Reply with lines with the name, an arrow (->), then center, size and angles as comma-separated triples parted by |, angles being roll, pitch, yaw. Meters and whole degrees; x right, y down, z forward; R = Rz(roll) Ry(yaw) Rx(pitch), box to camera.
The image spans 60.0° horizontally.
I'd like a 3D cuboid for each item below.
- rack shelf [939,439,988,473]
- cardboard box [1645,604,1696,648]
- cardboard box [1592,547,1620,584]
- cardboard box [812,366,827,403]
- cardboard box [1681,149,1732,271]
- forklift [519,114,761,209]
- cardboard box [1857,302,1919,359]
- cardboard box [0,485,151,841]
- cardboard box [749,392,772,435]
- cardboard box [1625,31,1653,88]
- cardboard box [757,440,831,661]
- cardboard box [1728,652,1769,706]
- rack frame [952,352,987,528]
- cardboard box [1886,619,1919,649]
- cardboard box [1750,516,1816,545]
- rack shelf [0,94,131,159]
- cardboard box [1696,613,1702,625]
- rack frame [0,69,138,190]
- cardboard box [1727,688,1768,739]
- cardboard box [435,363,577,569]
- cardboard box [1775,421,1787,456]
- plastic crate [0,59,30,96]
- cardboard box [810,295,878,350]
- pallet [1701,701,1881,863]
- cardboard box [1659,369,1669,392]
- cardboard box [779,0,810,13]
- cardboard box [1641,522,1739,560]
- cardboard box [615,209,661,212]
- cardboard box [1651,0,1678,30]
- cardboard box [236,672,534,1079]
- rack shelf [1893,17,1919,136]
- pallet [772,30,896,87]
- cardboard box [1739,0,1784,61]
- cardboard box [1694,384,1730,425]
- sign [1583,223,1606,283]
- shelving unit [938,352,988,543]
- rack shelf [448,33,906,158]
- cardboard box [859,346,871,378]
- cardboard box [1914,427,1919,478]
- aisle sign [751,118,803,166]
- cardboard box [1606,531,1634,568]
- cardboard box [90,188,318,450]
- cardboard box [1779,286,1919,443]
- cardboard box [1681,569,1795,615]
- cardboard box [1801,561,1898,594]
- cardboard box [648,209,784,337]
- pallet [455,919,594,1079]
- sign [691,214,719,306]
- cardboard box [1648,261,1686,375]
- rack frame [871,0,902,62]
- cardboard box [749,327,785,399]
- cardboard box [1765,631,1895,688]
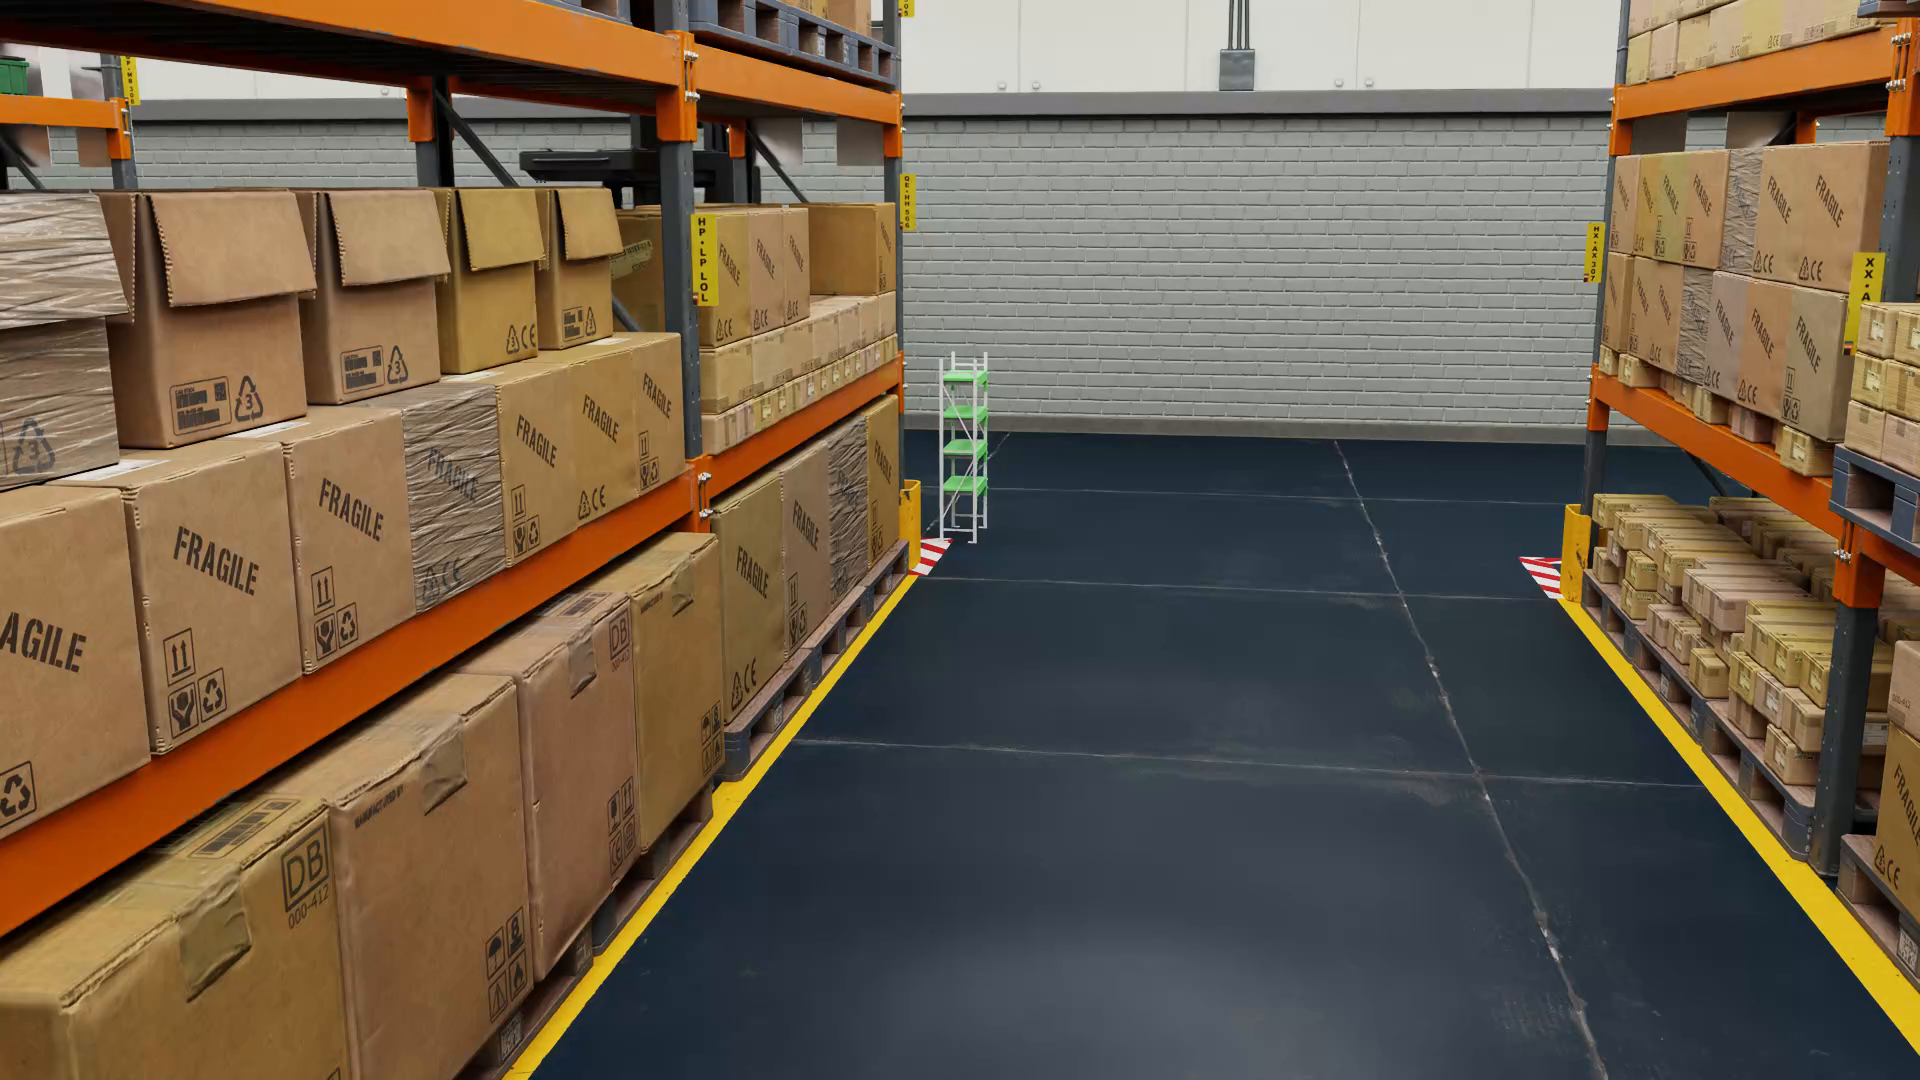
rack shelf -> 0.025, -0.559, 11.040 | 0.258, 0.148, 0.480 | 2, 12, 9
cardboard box -> 3.437, 0.406, 7.761 | 0.380, 0.149, 0.250 | 1, 12, 6
cardboard box -> 3.644, 0.142, 8.986 | 0.380, 0.149, 0.250 | 2, 12, 10
cardboard box -> -0.847, -0.747, 7.936 | 0.380, 0.149, 0.250 | 2, 12, 7
cardboard box -> 3.462, -1.425, 7.167 | 0.500, 0.500, 0.500 | 1, 12, 7
forklift -> -2.030, -1.389, 10.483 | 1.130, 2.935, 3.031 | 10, 16, 38
cardboard box -> 2.911, -0.619, 4.933 | 0.380, 0.149, 0.250 | 3, 12, 12
cardboard box -> -1.731, 0.197, 2.722 | 0.500, 0.500, 0.500 | 2, 12, 10
cardboard box -> -1.005, -0.532, 6.938 | 0.380, 0.149, 0.250 | 2, 12, 11
cardboard box -> 3.720, -2.453, 8.493 | 0.500, 0.250, 0.500 | 2, 12, 11
cardboard box -> -1.140, 0.017, 7.842 | 0.875, 0.875, 0.875 | 2, 12, 9
cardboard box -> 3.214, 0.541, 6.426 | 0.380, 0.149, 0.250 | 1, 12, 7
rack frame -> 0.063, -0.672, 11.263 | 0.240, 1.200, 0.015 | 2, 12, 9
cardboard box -> 3.775, 0.410, 6.328 | 0.380, 0.149, 0.250 | 2, 12, 8
cardboard box -> 4.201, -0.021, 8.329 | 0.380, 0.149, 0.250 | 2, 12, 7
rack shelf -> -6.046, -2.186, 8.604 | 1.077, 0.370, 4.000 | 2, 12, 9
cardboard box -> 3.513, 0.329, 7.410 | 0.380, 0.149, 0.250 | 2, 12, 11
rack frame -> -5.738, -1.488, 10.776 | 1.000, 3.000, 0.127 | 2, 12, 9
cardboard box -> 3.249, 0.674, 6.514 | 0.380, 0.149, 0.250 | 1, 12, 7
cardboard box -> -1.418, -0.225, 4.682 | 0.500, 0.500, 0.500 | 2, 12, 8
cardboard box -> 3.271, -0.368, 6.176 | 0.380, 0.149, 0.250 | 2, 12, 11
plastic crate -> -5.608, -2.636, 9.487 | 0.450, 0.188, 0.336 | 2, 12, 9
cardboard box -> -0.735, -1.184, 9.018 | 0.500, 0.250, 0.500 | 2, 12, 8
pallet -> 3.494, 0.909, 6.272 | 1.003, 0.211, 1.213 | 2, 12, 9
cardboard box -> 3.671, -0.799, 8.176 | 0.380, 0.149, 0.250 | 2, 12, 11
cardboard box -> -1.091, -2.645, 7.554 | 0.700, 0.500, 0.500 | 2, 12, 11
cardboard box -> 3.580, 0.014, 8.166 | 0.380, 0.149, 0.250 | 1, 12, 6
cardboard box -> -1.572, -1.142, 7.041 | 0.500, 0.500, 0.500 | 2, 12, 9
cardboard box -> 3.638, -2.591, 7.946 | 0.500, 0.250, 0.500 | 2, 12, 8
cardboard box -> -1.803, 0.843, 4.007 | 1.225, 0.875, 0.875 | 2, 12, 9
rack shelf -> 3.118, -1.011, 3.152 | 1.077, 0.370, 4.000 | 2, 12, 9
pallet -> -0.948, -2.595, 9.007 | 1.003, 0.211, 1.213 | 2, 12, 9
cardboard box -> 3.401, -2.026, 6.510 | 0.500, 0.250, 0.500 | 2, 12, 8
cardboard box -> 3.408, -0.585, 7.183 | 0.380, 0.149, 0.250 | 2, 12, 10
sign -> 3.505, -1.586, 9.178 | 0.100, 0.325, 0.005 | 2, 12, 9
shelving unit -> 0.025, -0.621, 11.027 | 0.258, 1.200, 0.503 | 2, 12, 9
rack shelf -> -1.152, -2.025, 7.859 | 1.077, 0.370, 4.000 | 2, 12, 9
cardboard box -> -0.691, -0.961, 8.929 | 0.380, 0.149, 0.250 | 2, 12, 10
cardboard box -> 2.832, -0.218, 4.486 | 0.380, 0.149, 0.250 | 2, 12, 9
aisle sign -> -1.130, -2.623, 9.872 | 0.394, 0.787, 0.004 | 2, 12, 9
cardboard box -> 3.609, 0.053, 8.689 | 0.380, 0.149, 0.250 | 2, 12, 8
cardboard box -> -1.843, -0.488, 3.521 | 0.797, 0.503, 0.637 | 2, 12, 10
cardboard box -> 3.221, -0.617, 5.792 | 0.500, 0.500, 0.500 | 2, 12, 9
cardboard box -> 3.352, 0.228, 7.171 | 0.380, 0.149, 0.250 | 1, 12, 7
cardboard box -> 3.949, 0.195, 7.325 | 0.380, 0.149, 0.250 | 2, 12, 9
cardboard box -> -1.050, -1.127, 6.972 | 0.500, 0.500, 0.500 | 2, 12, 9
pallet -> -1.689, 1.286, 4.523 | 1.003, 0.211, 1.213 | 2, 12, 9
sign -> -0.922, -1.006, 5.982 | 0.100, 0.325, 0.005 | 2, 12, 9
cardboard box -> 3.554, -1.041, 7.762 | 0.500, 0.500, 0.500 | 2, 12, 9
rack frame -> -0.844, -4.260, 9.399 | 1.000, 3.000, 0.127 | 2, 12, 9
cardboard box -> -1.047, -0.759, 7.046 | 0.500, 0.250, 0.500 | 2, 12, 8
cardboard box -> 3.224, 0.448, 6.153 | 0.380, 0.149, 0.250 | 2, 12, 9
